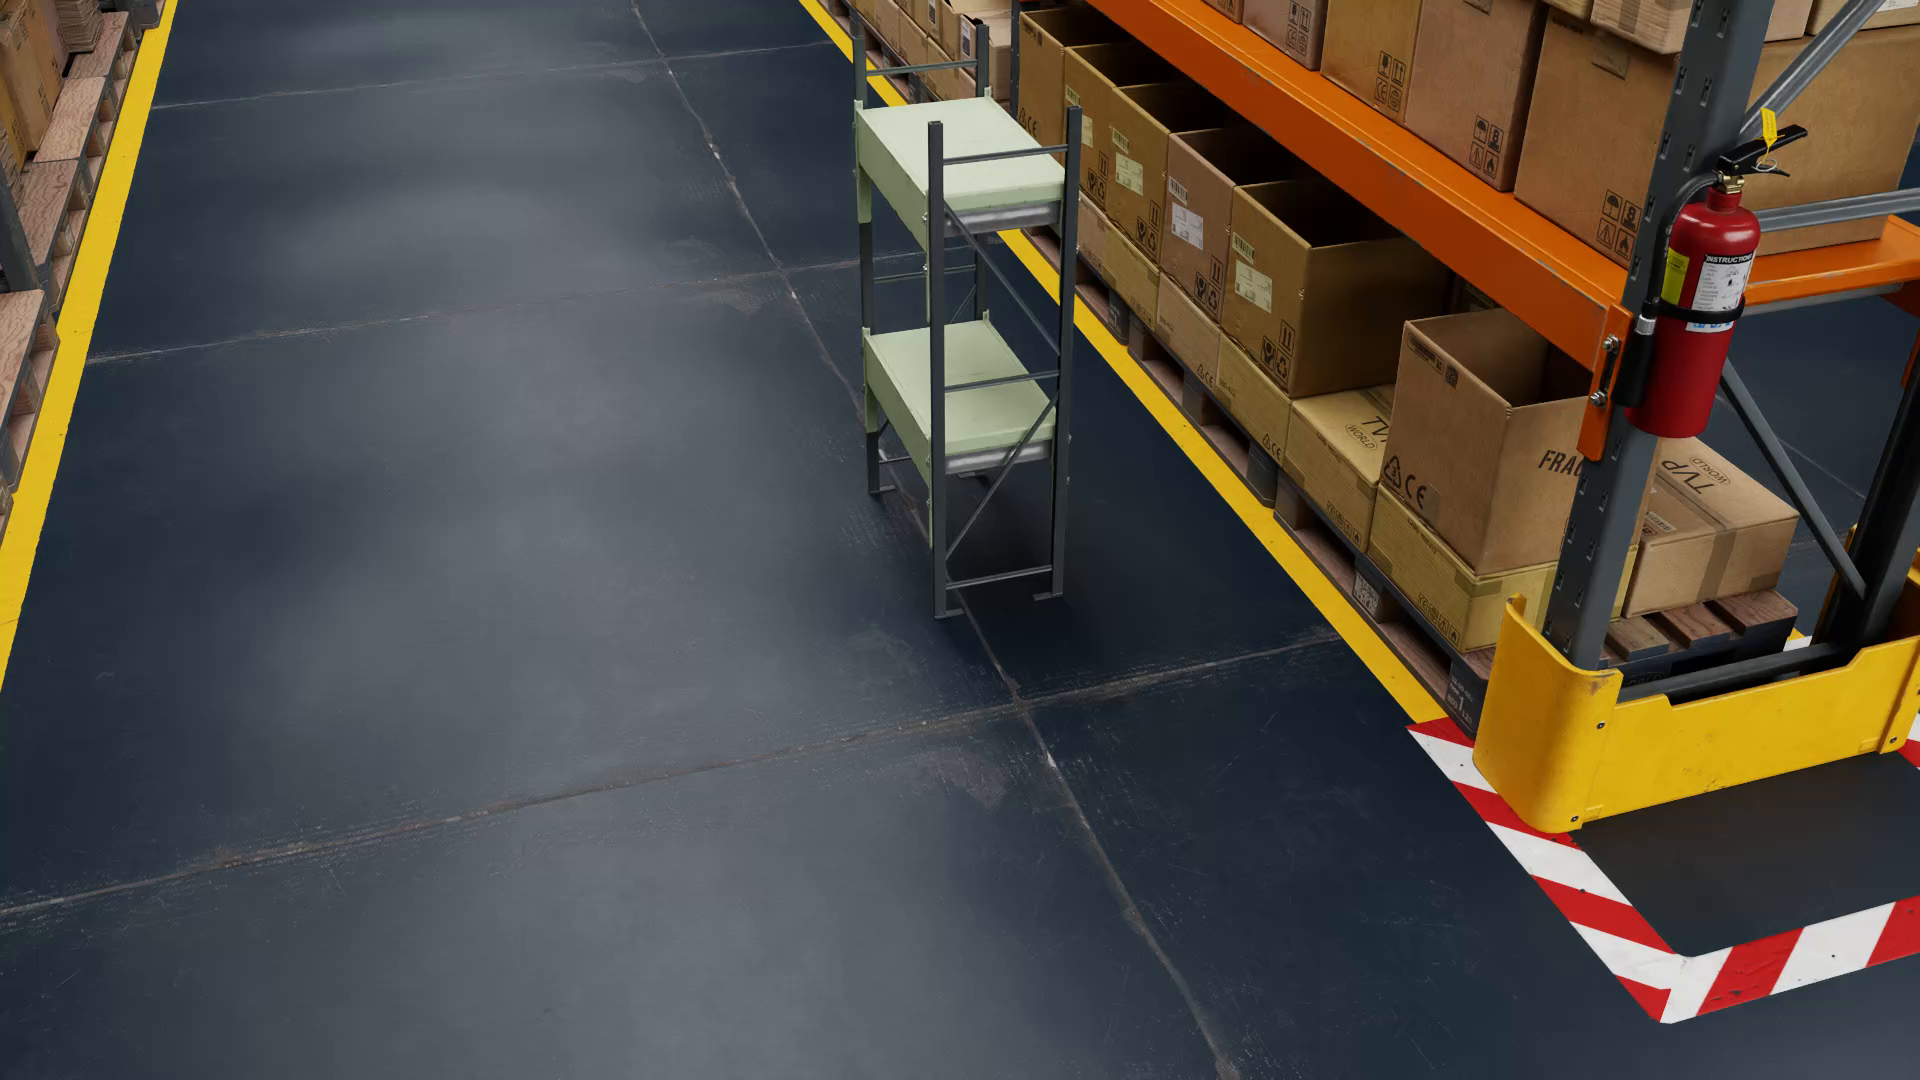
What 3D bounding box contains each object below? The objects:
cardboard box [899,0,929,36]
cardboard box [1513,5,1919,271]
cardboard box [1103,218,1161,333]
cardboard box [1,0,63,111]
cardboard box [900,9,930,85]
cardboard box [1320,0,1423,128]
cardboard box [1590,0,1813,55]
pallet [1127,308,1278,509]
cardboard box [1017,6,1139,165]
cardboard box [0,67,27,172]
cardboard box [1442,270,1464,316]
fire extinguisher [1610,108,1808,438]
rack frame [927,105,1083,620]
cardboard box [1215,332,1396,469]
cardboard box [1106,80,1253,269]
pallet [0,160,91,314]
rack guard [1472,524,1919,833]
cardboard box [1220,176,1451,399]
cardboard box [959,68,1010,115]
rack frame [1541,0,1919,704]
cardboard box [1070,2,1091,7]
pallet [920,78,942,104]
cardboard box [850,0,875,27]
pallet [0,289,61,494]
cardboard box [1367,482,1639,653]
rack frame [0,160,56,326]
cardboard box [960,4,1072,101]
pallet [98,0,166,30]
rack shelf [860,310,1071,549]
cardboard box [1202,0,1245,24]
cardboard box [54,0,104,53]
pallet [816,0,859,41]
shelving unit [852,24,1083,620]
[{"bbox_3d":[0.000,-2.773,8.330,0.500,0.311,0.500,-10,35,-15],"label":"cardboard box"},{"bbox_3d":[1.801,-1.001,3.953,0.700,0.500,0.500,-10,35,-15],"label":"cardboard box"},{"bbox_3d":[0.859,-1.019,6.184,0.500,0.250,0.500,-10,35,-15],"label":"cardboard box"},{"bbox_3d":[-4.731,-2.302,7.882,0.700,0.500,0.500,-10,35,-15],"label":"cardboard box"},{"bbox_3d":[-0.001,-2.543,8.491,0.500,0.250,0.500,-9,35,-14],"label":"cardboard box"},{"bbox_3d":[1.490,-1.537,4.765,0.700,0.500,0.500,-10,35,-14],"label":"cardboard box"},{"bbox_3d":[1.633,-1.193,3.655,0.380,0.149,0.250,-11,35,-16],"label":"cardboard box"},{"bbox_3d":[1.289,-0.582,5.940,1.003,0.211,1.213,-10,35,-15],"label":"pallet"},{"bbox_3d":[0.554,-1.857,6.772,0.500,0.500,0.500,-10,35,-15],"label":"cardboard box"},{"bbox_3d":[-4.451,-1.764,7.067,0.700,0.500,0.500,-11,35,-16],"label":"cardboard box"},{"bbox_3d":[1.660,-0.894,5.315,0.500,0.500,0.500,-10,35,-15],"label":"cardboard box"},{"bbox_3d":[1.525,-0.539,3.416,0.296,0.674,0.183,-10,35,-15],"label":"fire extinguisher"},{"bbox_3d":[0.114,-0.430,4.540,0.400,1.500,0.023,-10,35,-15],"label":"rack frame"},{"bbox_3d":[1.168,-0.494,5.391,0.500,0.250,0.500,-10,35,-15],"label":"cardboard box"},{"bbox_3d":[0.859,-1.332,5.977,0.500,0.500,0.500,-10,35,-15],"label":"cardboard box"},{"bbox_3d":[-4.244,-1.222,6.908,1.003,0.211,1.213,-10,35,-15],"label":"pallet"},{"bbox_3d":[1.938,0.344,4.276,1.175,0.500,0.348,-10,35,-15],"label":"rack guard"},{"bbox_3d":[1.165,-0.807,5.183,0.500,0.500,0.500,-10,35,-15],"label":"cardboard box"},{"bbox_3d":[0.308,-2.009,7.682,0.500,0.250,0.500,-10,35,-15],"label":"cardboard box"},{"bbox_3d":[1.931,-0.712,3.606,1.000,3.000,0.127,-10,35,-15],"label":"rack frame"},{"bbox_3d":[0.822,-2.333,7.664,0.500,0.311,0.500,-10,35,-15],"label":"cardboard box"},{"bbox_3d":[0.449,-2.029,8.129,1.003,0.211,1.213,-10,35,-15],"label":"pallet"},{"bbox_3d":[-0.311,-3.080,9.303,0.500,0.250,0.500,-11,35,-16],"label":"cardboard box"},{"bbox_3d":[-3.767,-0.467,5.765,1.003,0.211,1.213,-10,35,-15],"label":"pallet"},{"bbox_3d":[1.486,0.028,4.600,0.500,0.250,0.500,-10,35,-15],"label":"cardboard box"},{"bbox_3d":[-4.006,-1.977,5.521,1.000,3.000,0.127,-10,35,-15],"label":"rack frame"},{"bbox_3d":[0.314,-2.238,7.521,0.500,0.311,0.500,-10,35,-15],"label":"cardboard box"},{"bbox_3d":[-5.394,-3.340,10.113,1.003,0.211,1.213,-10,35,-15],"label":"pallet"},{"bbox_3d":[0.002,-0.350,5.011,0.431,0.370,0.720,-10,35,-15],"label":"rack shelf"},{"bbox_3d":[1.169,-2.082,5.589,0.700,0.500,0.500,-10,35,-14],"label":"cardboard box"},{"bbox_3d":[-4.956,-2.848,8.708,0.700,0.500,0.500,-10,35,-14],"label":"cardboard box"},{"bbox_3d":[-0.295,-3.310,10.067,1.003,0.211,1.213,-10,35,-15],"label":"pallet"},{"bbox_3d":[0.002,-0.622,4.831,0.431,1.500,0.755,-10,35,-15],"label":"shelving unit"}]
